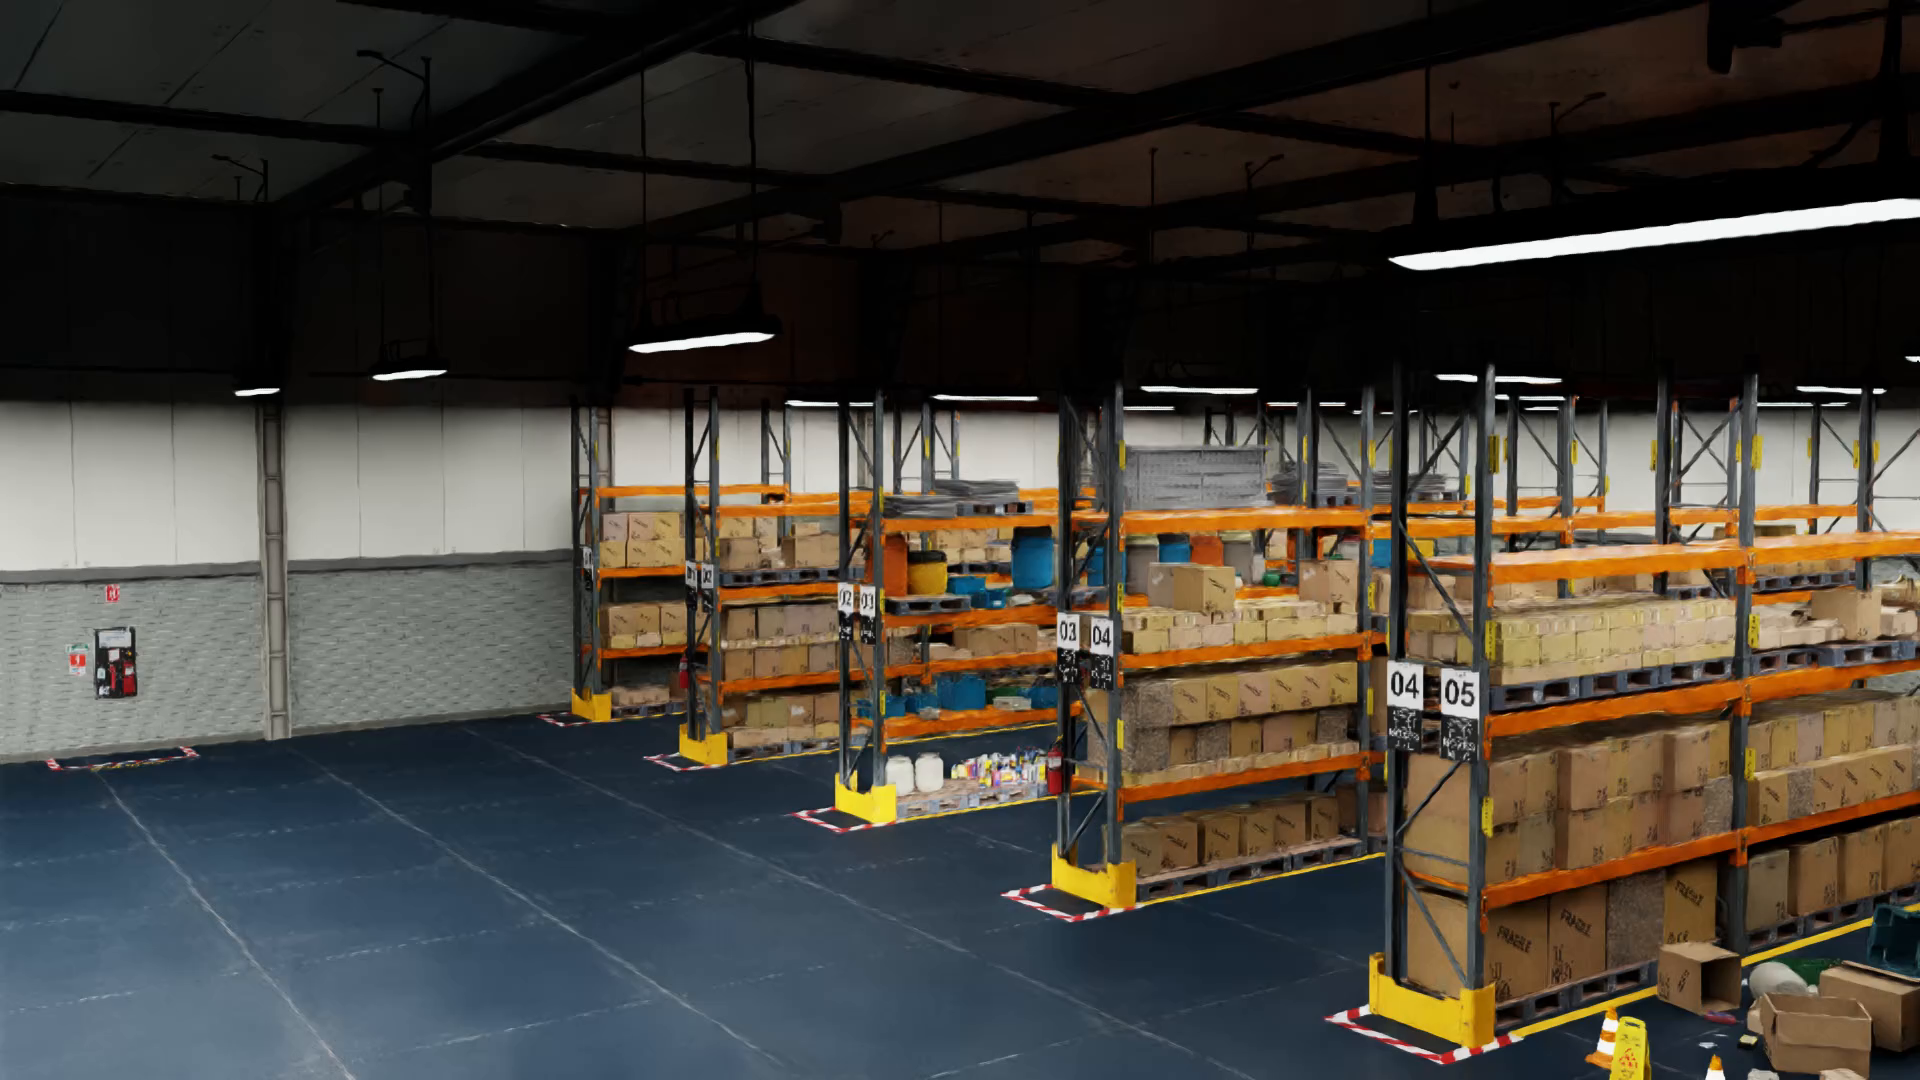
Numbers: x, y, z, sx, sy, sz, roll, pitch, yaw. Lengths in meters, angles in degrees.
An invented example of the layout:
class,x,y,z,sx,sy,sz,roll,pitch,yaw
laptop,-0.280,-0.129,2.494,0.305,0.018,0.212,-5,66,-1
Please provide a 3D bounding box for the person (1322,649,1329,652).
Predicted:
class,x,y,z,sx,sy,sz,roll,pitch,yaw
person,8.300,1.968,38.871,1.115,1.700,0.543,-2,4,-32

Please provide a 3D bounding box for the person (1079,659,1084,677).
class,x,y,z,sx,sy,sz,roll,pitch,yaw
person,2.345,2.252,34.101,0.552,1.742,0.677,-3,4,-36
